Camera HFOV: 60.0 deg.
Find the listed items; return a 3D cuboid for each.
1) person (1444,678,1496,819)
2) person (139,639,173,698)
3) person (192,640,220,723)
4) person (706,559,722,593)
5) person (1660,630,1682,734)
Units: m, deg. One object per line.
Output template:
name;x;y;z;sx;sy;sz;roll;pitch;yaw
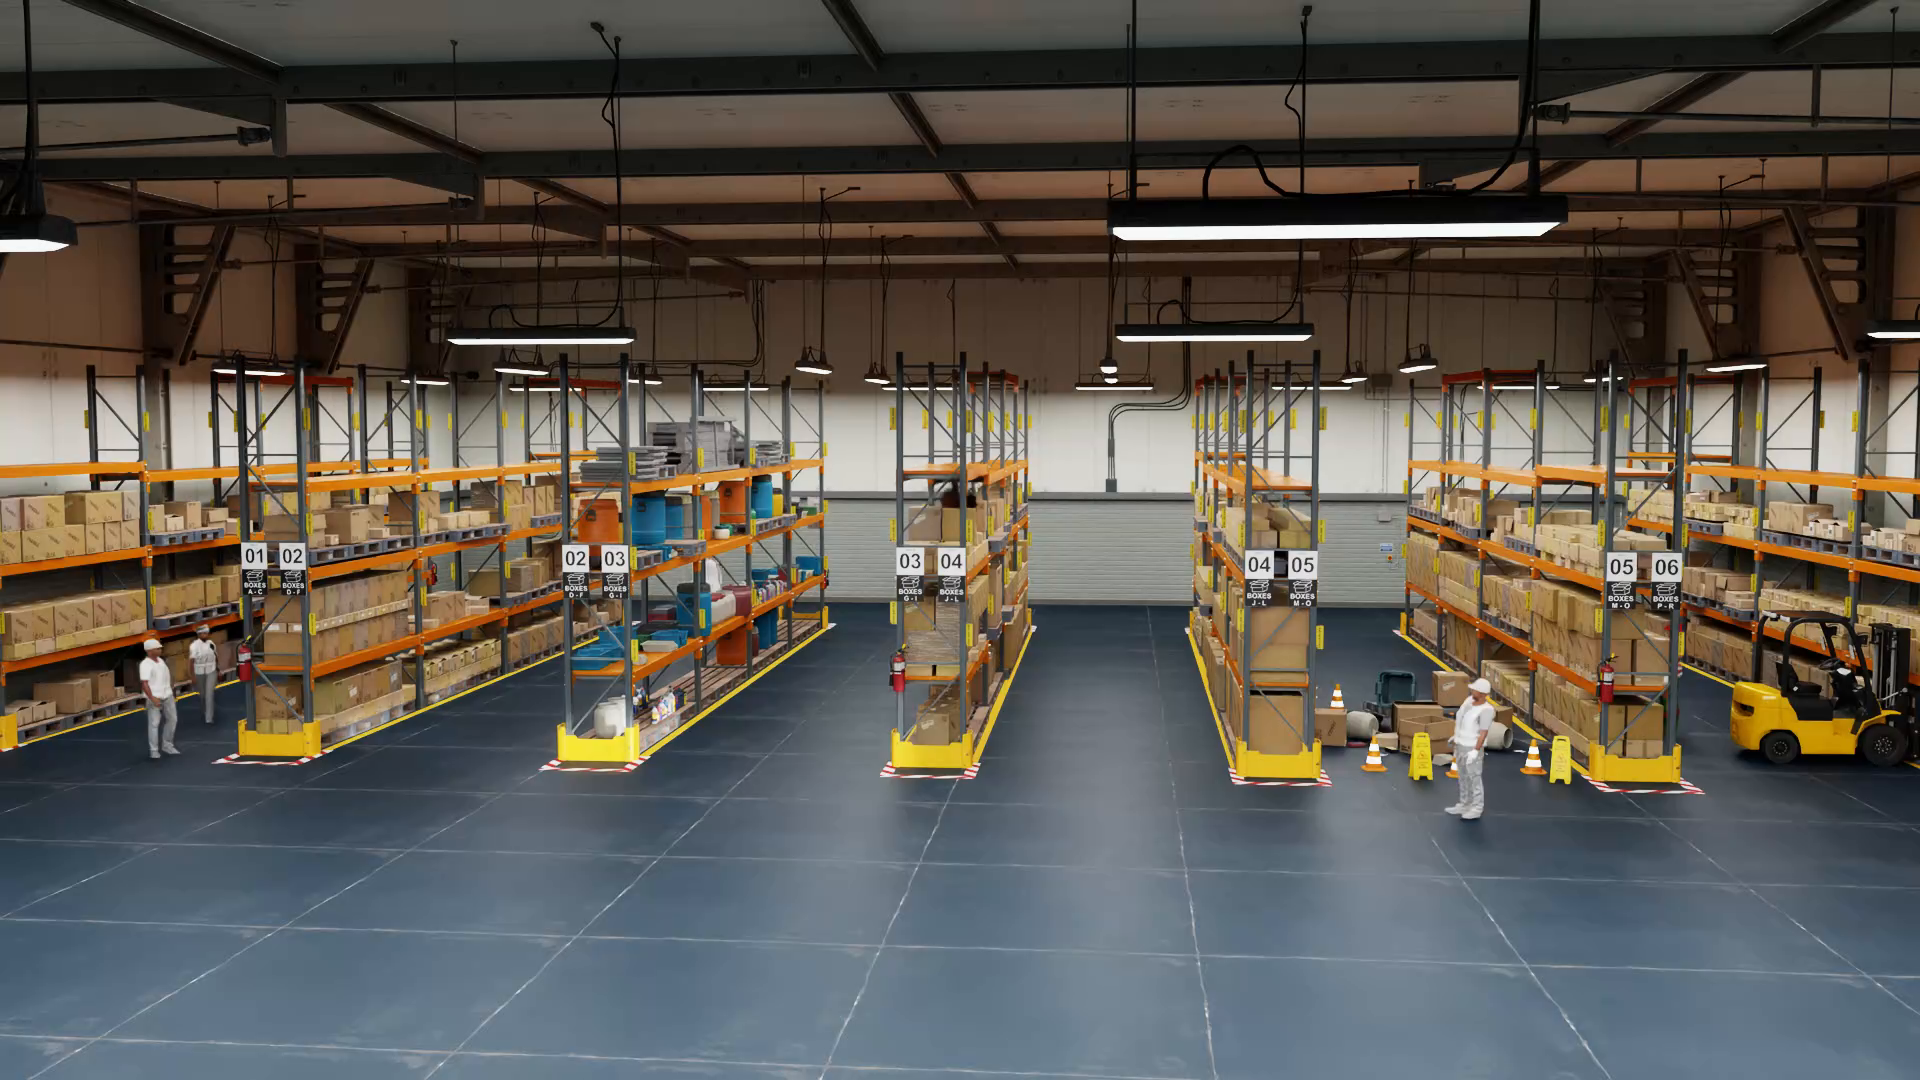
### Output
person;6.456;2.619;21.044;0.398;1.776;0.611;-1;4;-20
person;-12.018;1.907;24.813;0.427;0.873;0.512;2;5;31
person;-12.596;2.347;27.803;0.432;1.377;0.970;-1;4;-11
person;-6.226;0.914;42.132;0.446;0.944;0.632;0;4;3
person;11.408;2.241;26.771;0.451;1.751;0.634;3;5;37
